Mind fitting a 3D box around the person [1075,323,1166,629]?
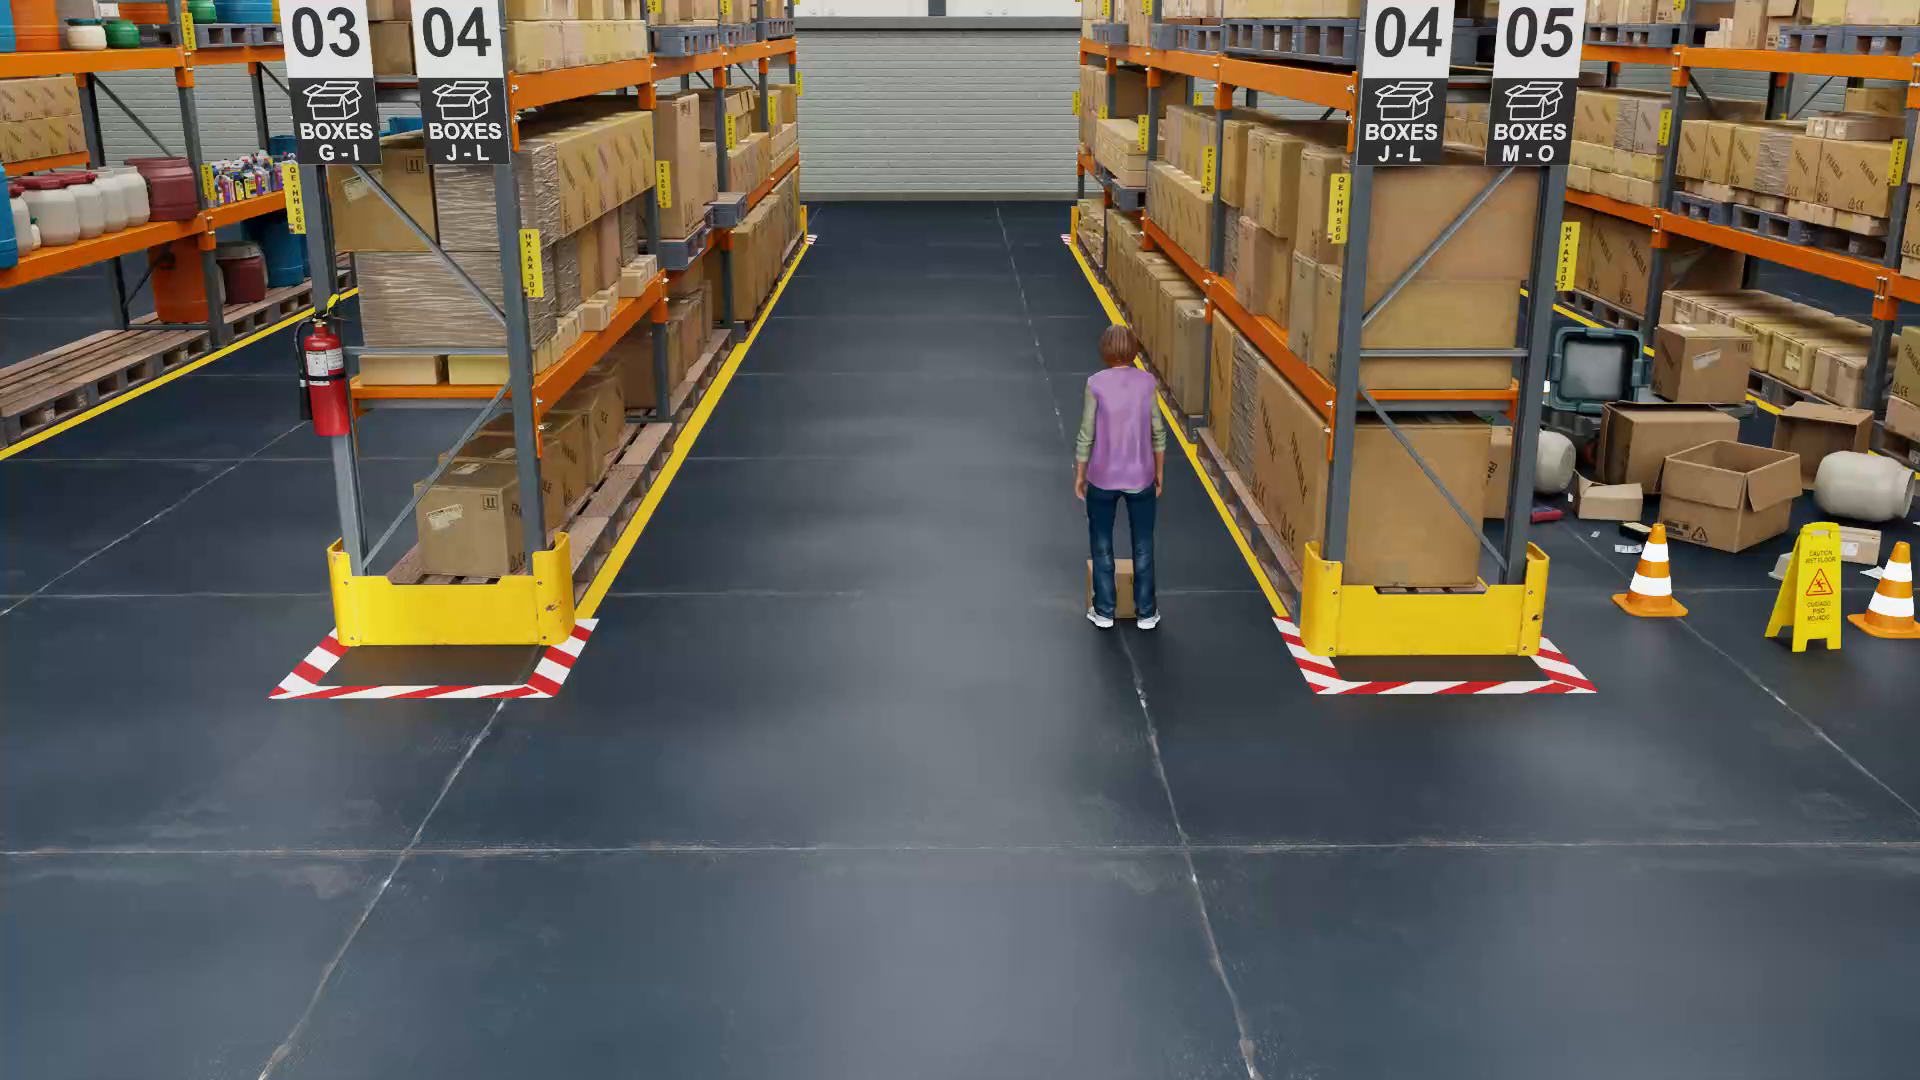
[{"bbox_3d":[0.828,-0.313,8.564,0.484,1.592,0.375,-1,17,-4],"label":"person"}]
